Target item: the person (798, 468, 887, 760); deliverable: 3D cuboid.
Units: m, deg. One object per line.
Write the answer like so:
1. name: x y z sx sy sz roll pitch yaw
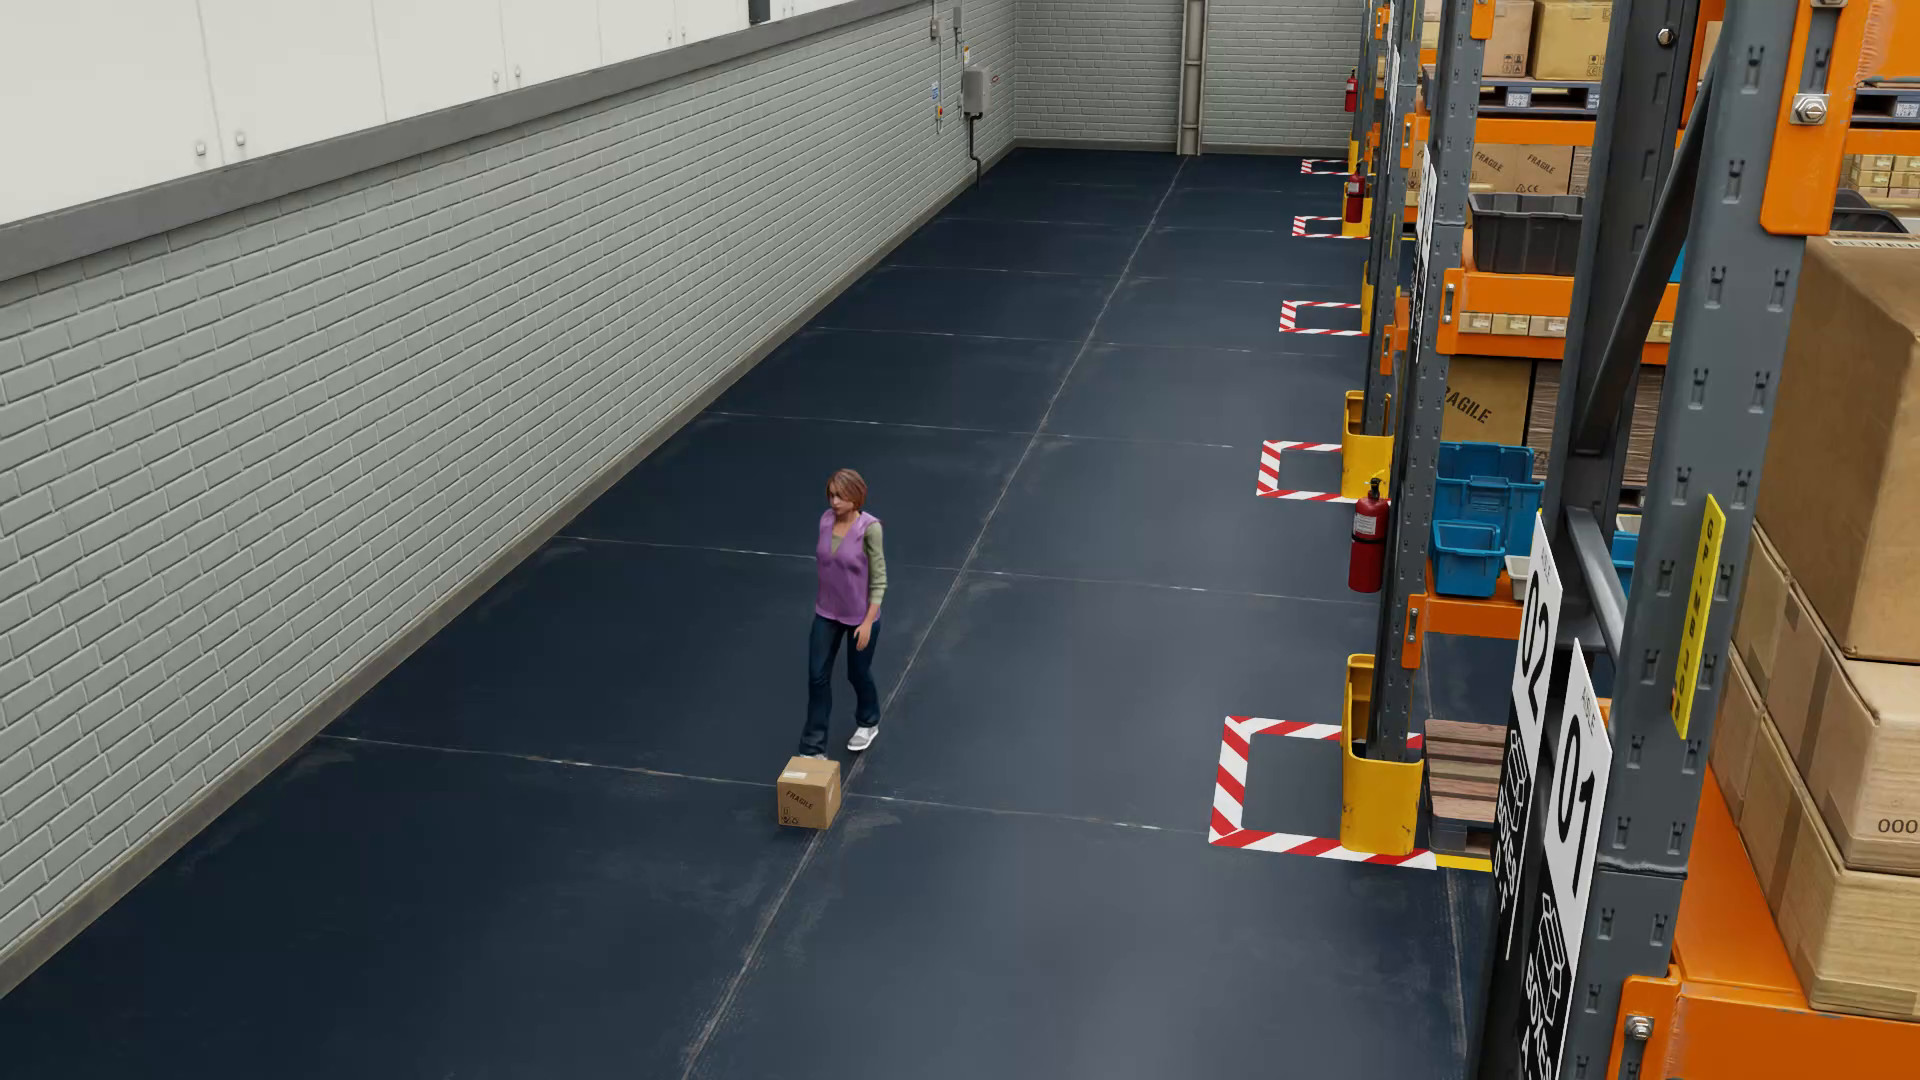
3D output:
1. person: -0.618 0.430 8.505 0.470 1.579 0.722 9 24 21
